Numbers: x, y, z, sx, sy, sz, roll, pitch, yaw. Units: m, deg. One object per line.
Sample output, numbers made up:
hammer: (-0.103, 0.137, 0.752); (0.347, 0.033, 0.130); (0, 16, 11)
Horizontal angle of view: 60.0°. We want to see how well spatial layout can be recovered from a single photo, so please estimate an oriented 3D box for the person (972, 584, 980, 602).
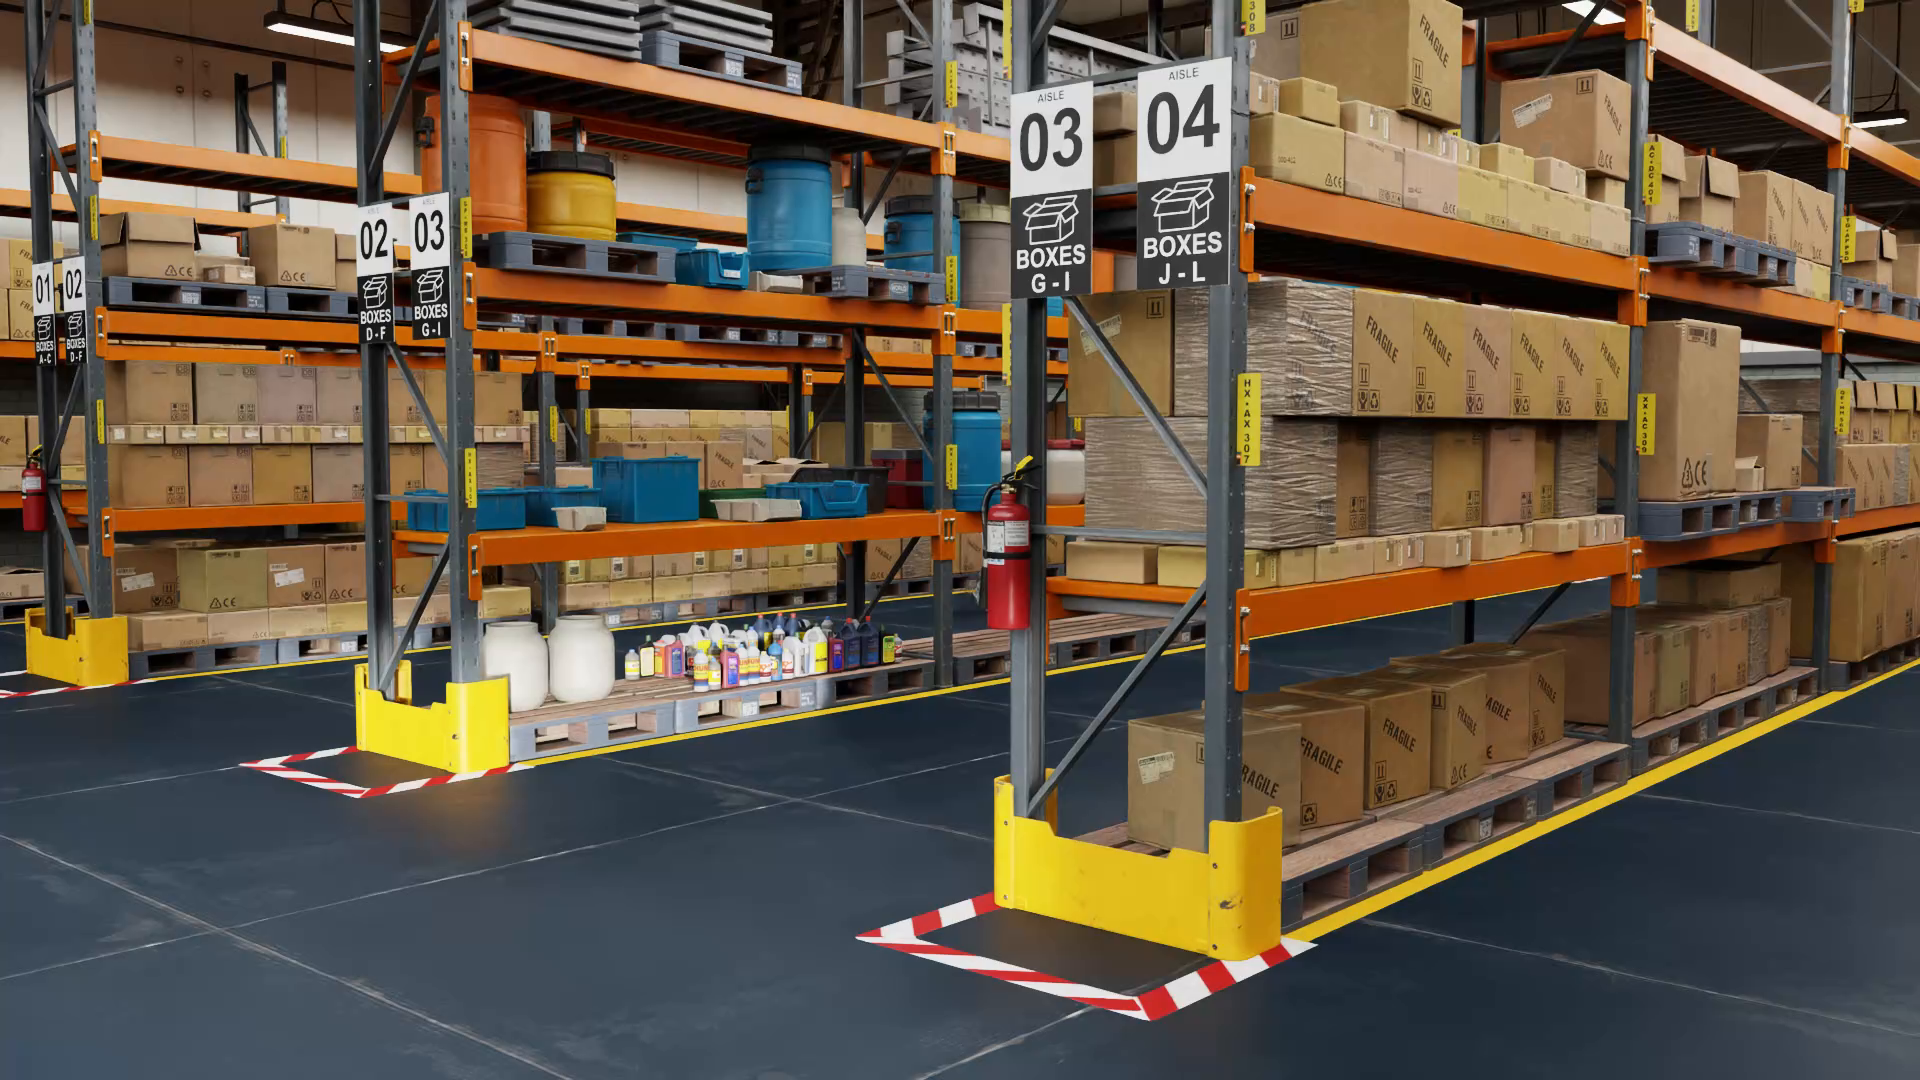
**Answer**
person: (0.399, -0.076, 17.458); (0.514, 1.667, 0.541); (1, 4, 10)
